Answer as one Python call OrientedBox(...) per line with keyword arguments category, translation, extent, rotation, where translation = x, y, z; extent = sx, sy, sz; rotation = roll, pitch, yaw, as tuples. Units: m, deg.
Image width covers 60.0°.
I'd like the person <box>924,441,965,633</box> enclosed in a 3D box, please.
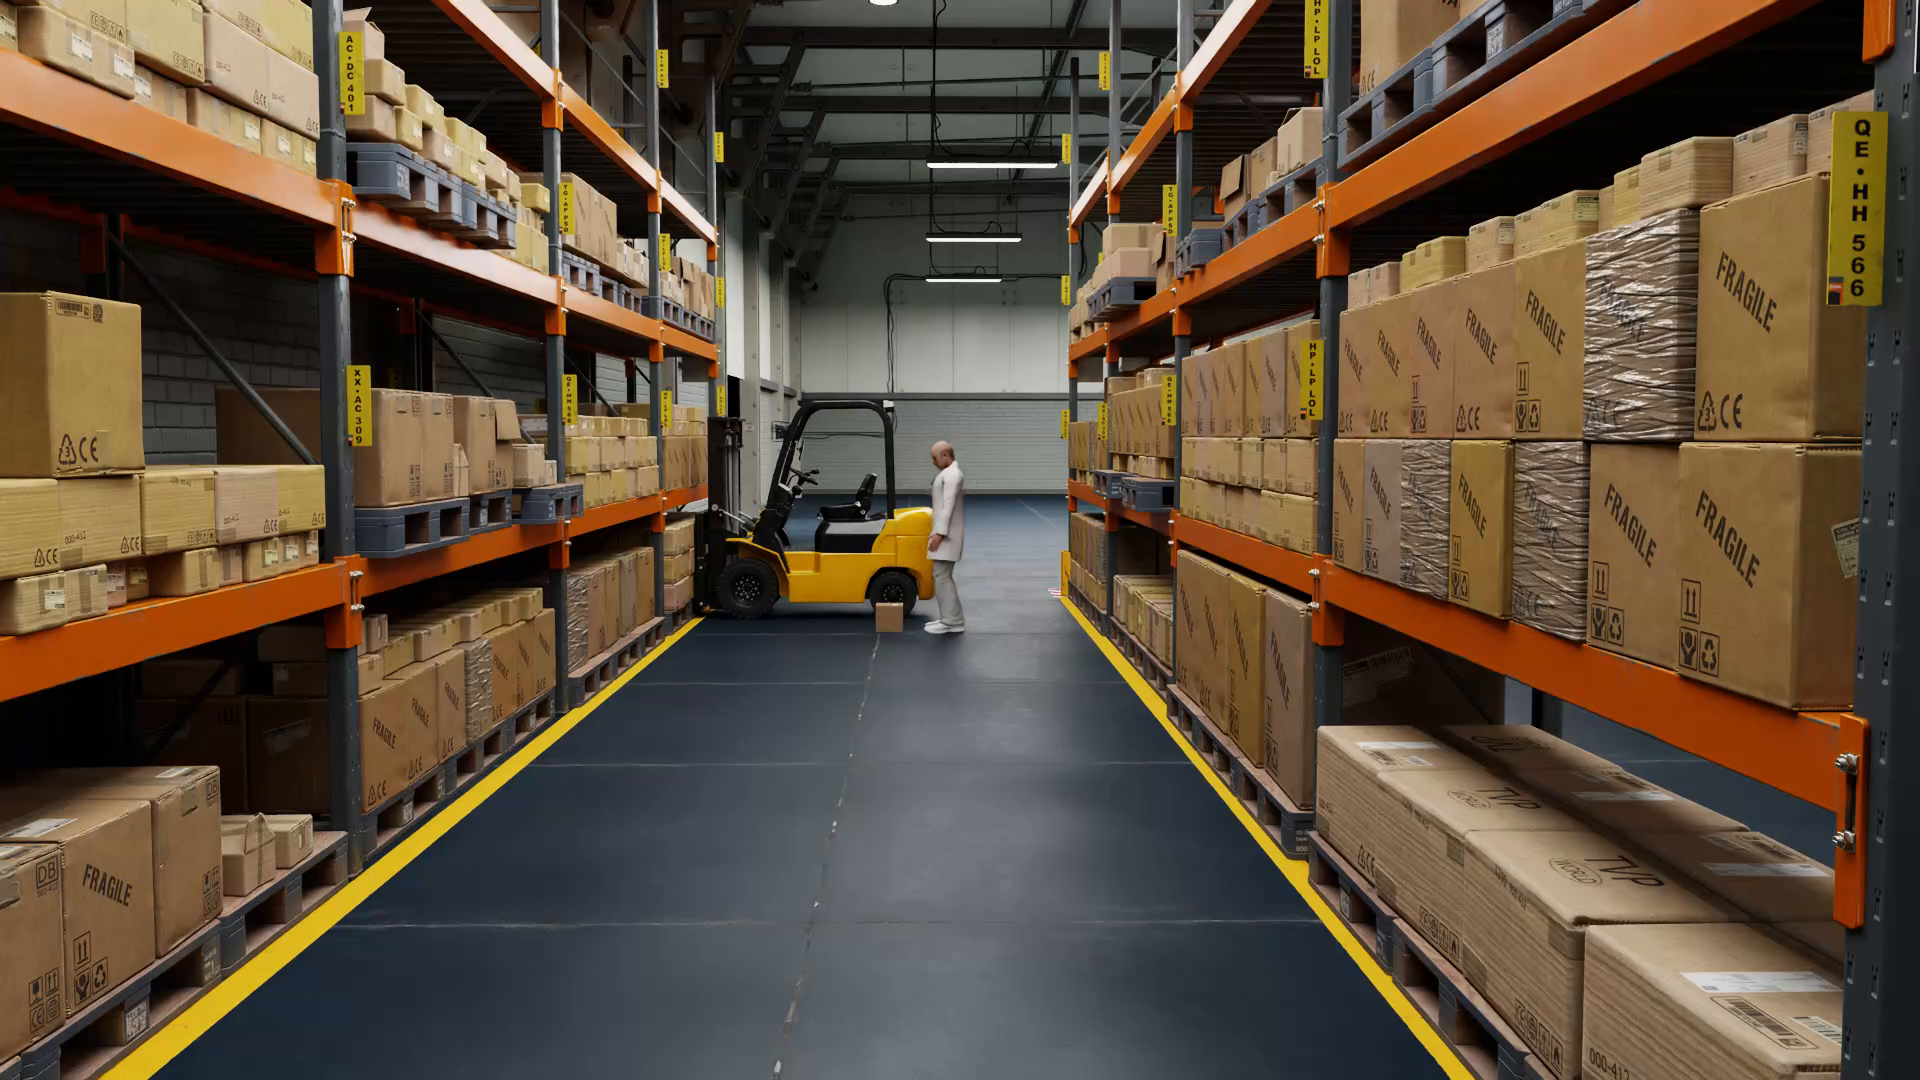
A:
OrientedBox(category="person", translation=(-0.139, -0.028, 15.338), extent=(0.381, 1.761, 0.569), rotation=(0, 4, 0))
